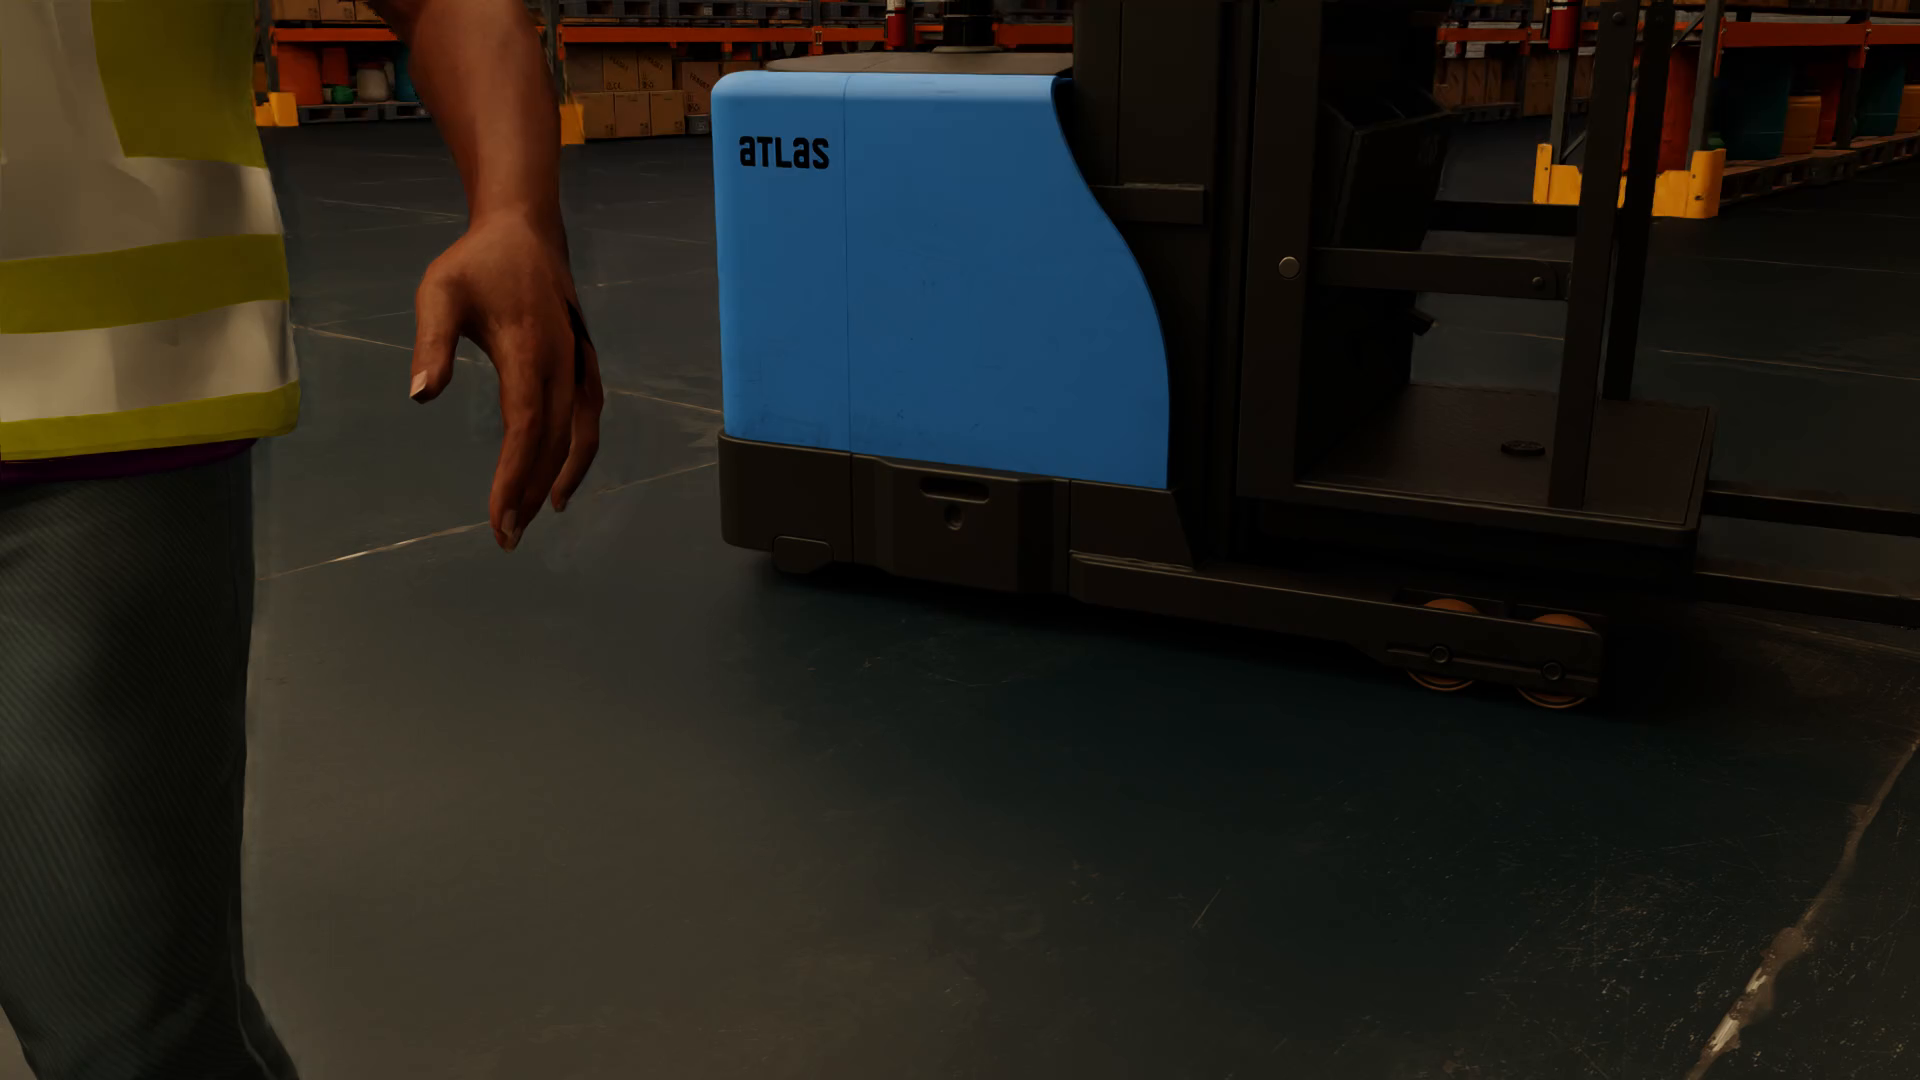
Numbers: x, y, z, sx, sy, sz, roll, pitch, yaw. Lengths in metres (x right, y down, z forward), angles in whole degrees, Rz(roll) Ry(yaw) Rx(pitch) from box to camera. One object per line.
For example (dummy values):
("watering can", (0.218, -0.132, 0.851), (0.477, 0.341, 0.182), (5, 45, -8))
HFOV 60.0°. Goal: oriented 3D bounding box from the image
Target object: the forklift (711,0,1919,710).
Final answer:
("forklift", (1.025, -1.278, 3.105), (3.031, 2.935, 1.130), (8, 19, 24))
